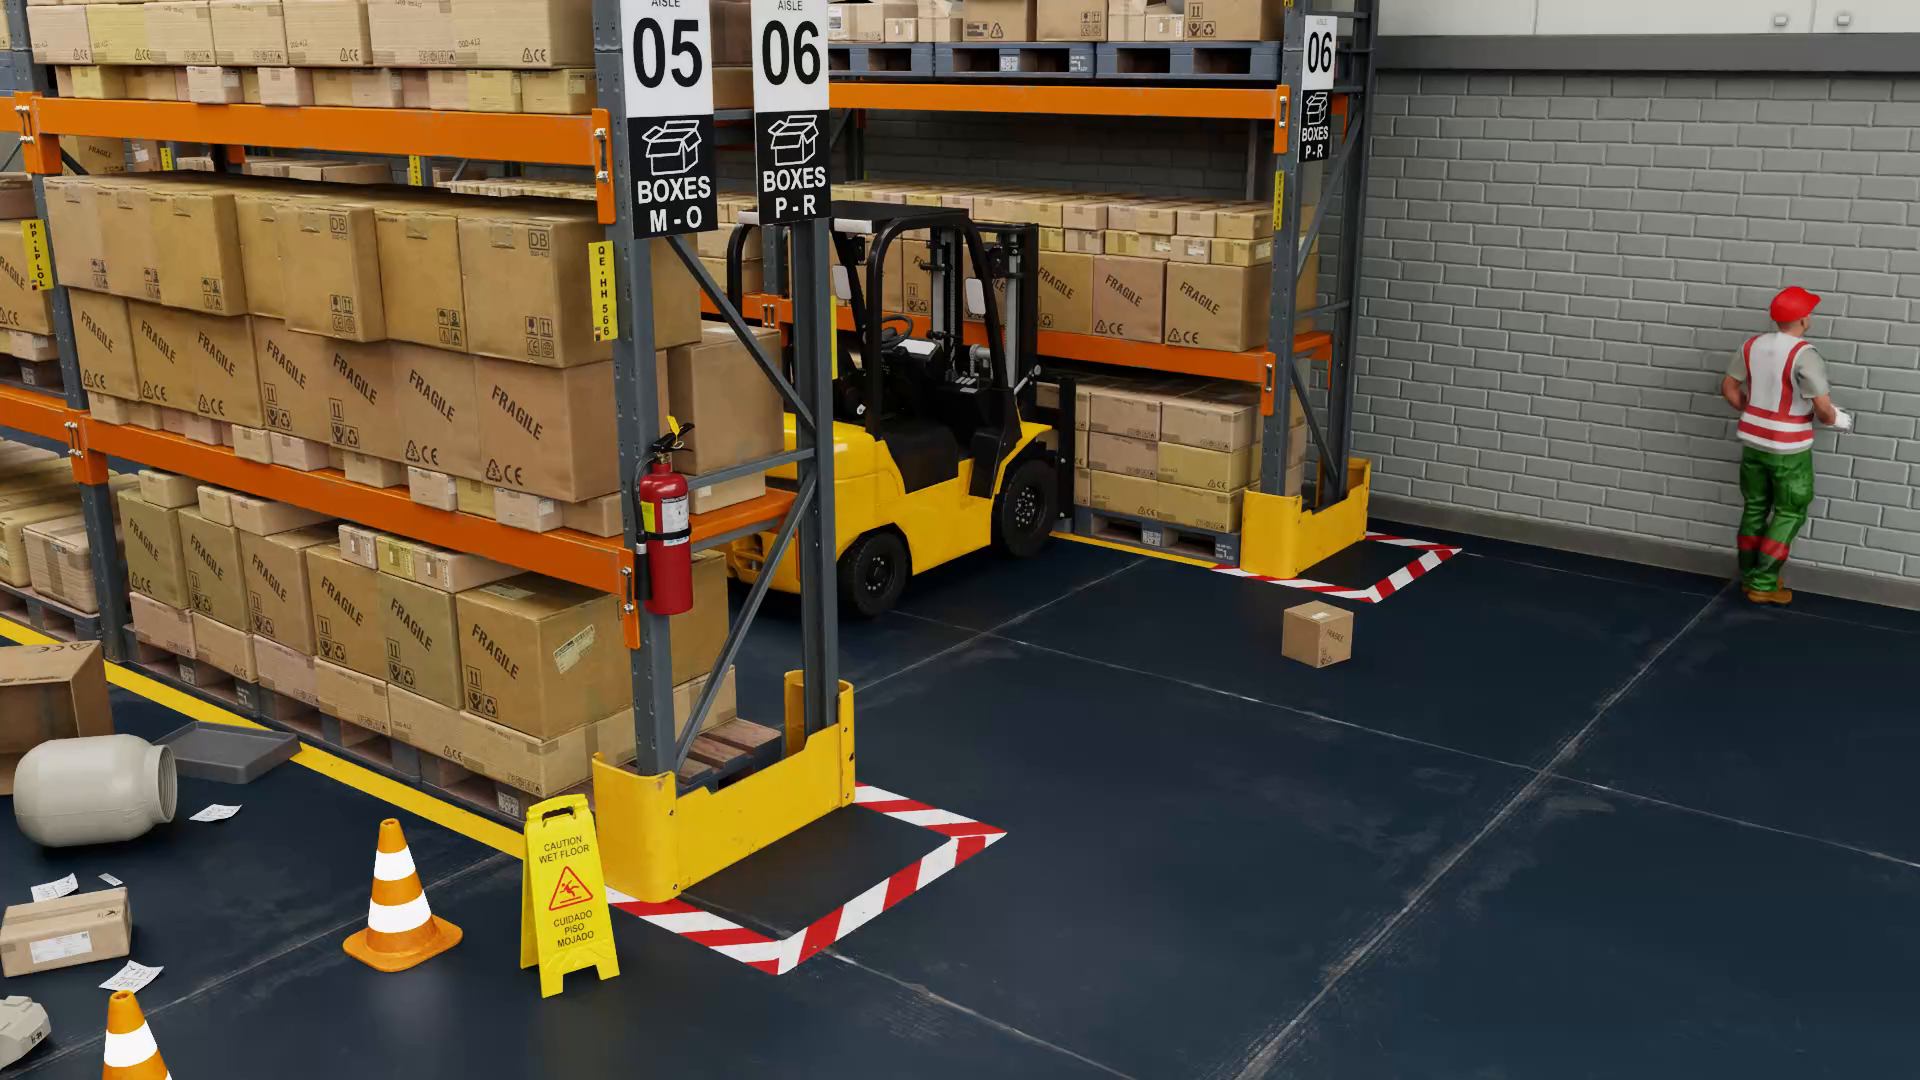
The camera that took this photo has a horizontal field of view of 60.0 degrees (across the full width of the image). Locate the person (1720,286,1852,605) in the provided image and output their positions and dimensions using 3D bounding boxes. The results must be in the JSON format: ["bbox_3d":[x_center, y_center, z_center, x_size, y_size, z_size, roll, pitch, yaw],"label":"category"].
[{"bbox_3d":[4.636,-0.532,9.301,0.509,1.786,0.655,-7,18,-23],"label":"person"}]
